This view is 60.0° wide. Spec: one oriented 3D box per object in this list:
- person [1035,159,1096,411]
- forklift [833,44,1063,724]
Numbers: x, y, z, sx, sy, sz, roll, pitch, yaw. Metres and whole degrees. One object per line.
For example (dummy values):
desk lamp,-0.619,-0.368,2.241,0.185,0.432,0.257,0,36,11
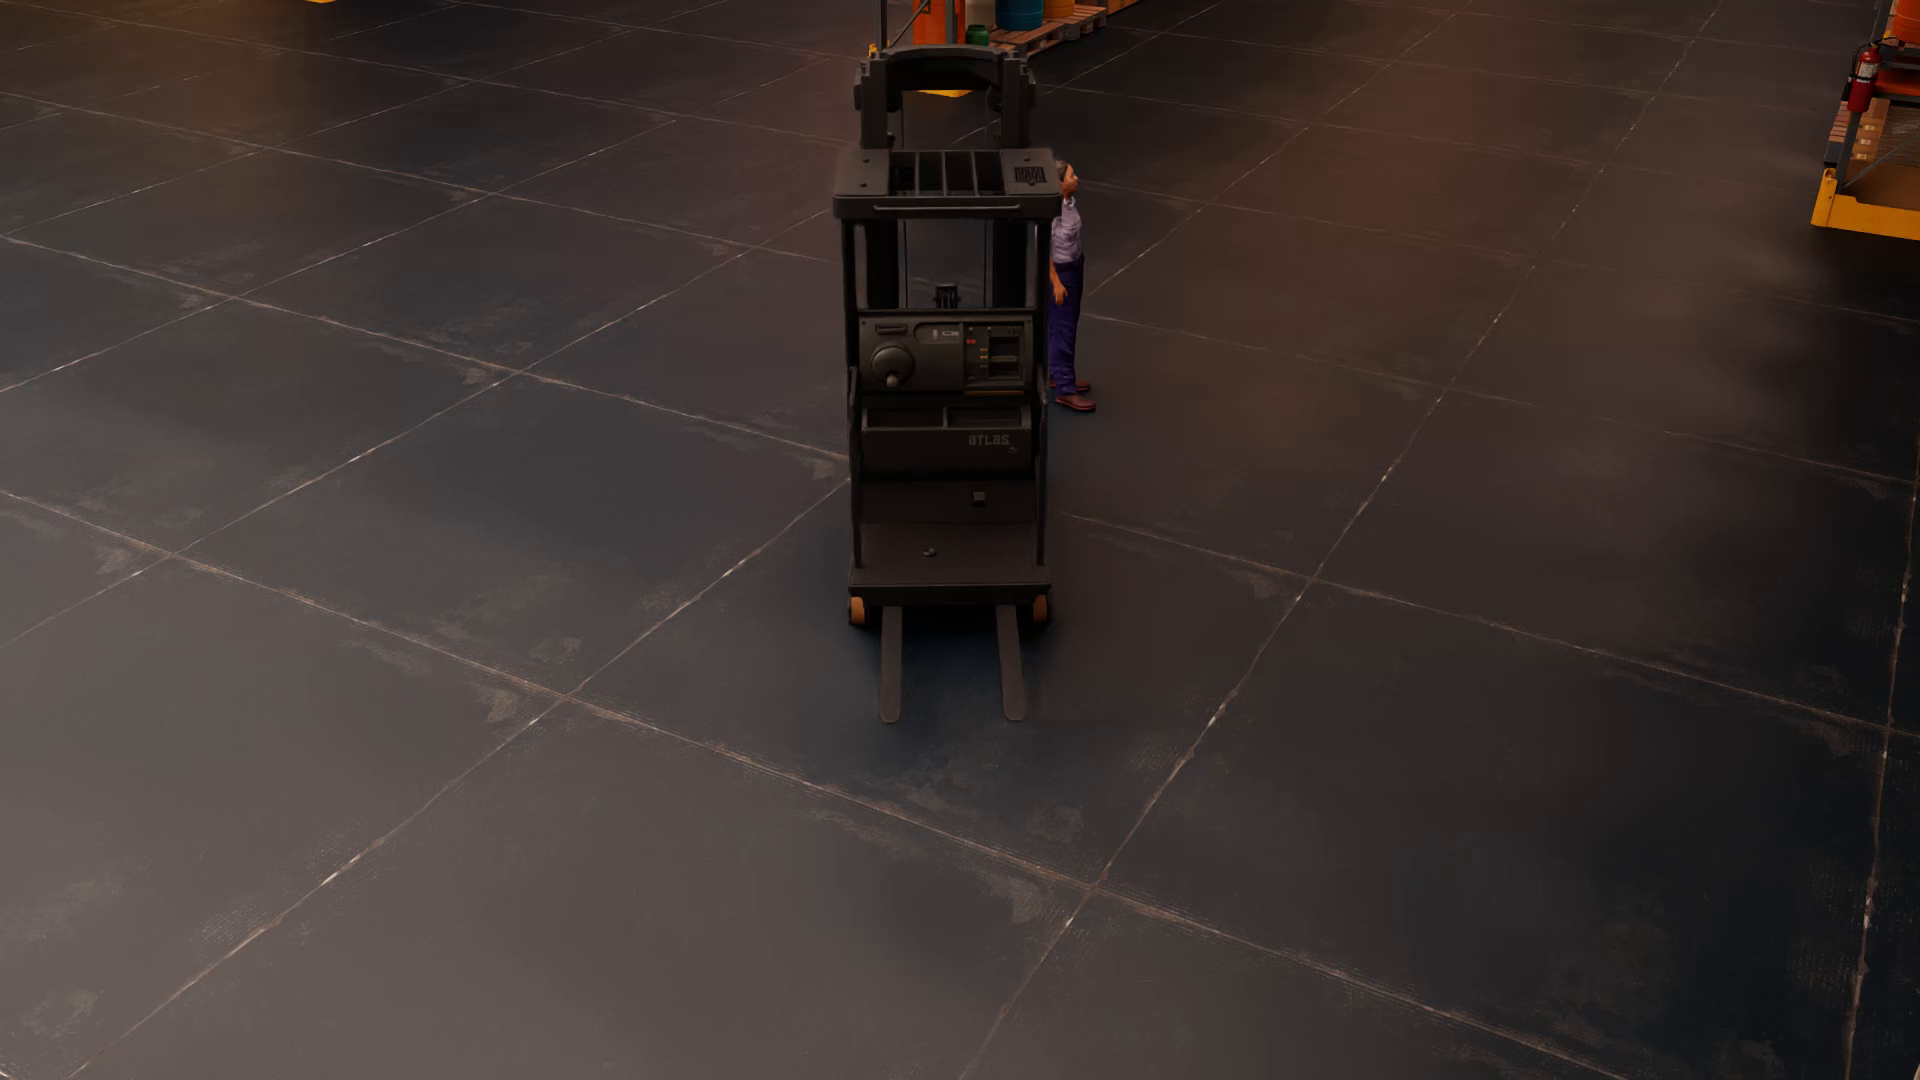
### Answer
person,0.777,-1.768,11.413,0.504,1.642,0.595,9,31,15
forklift,-0.066,-0.955,8.725,1.130,2.935,3.031,-1,30,-1
